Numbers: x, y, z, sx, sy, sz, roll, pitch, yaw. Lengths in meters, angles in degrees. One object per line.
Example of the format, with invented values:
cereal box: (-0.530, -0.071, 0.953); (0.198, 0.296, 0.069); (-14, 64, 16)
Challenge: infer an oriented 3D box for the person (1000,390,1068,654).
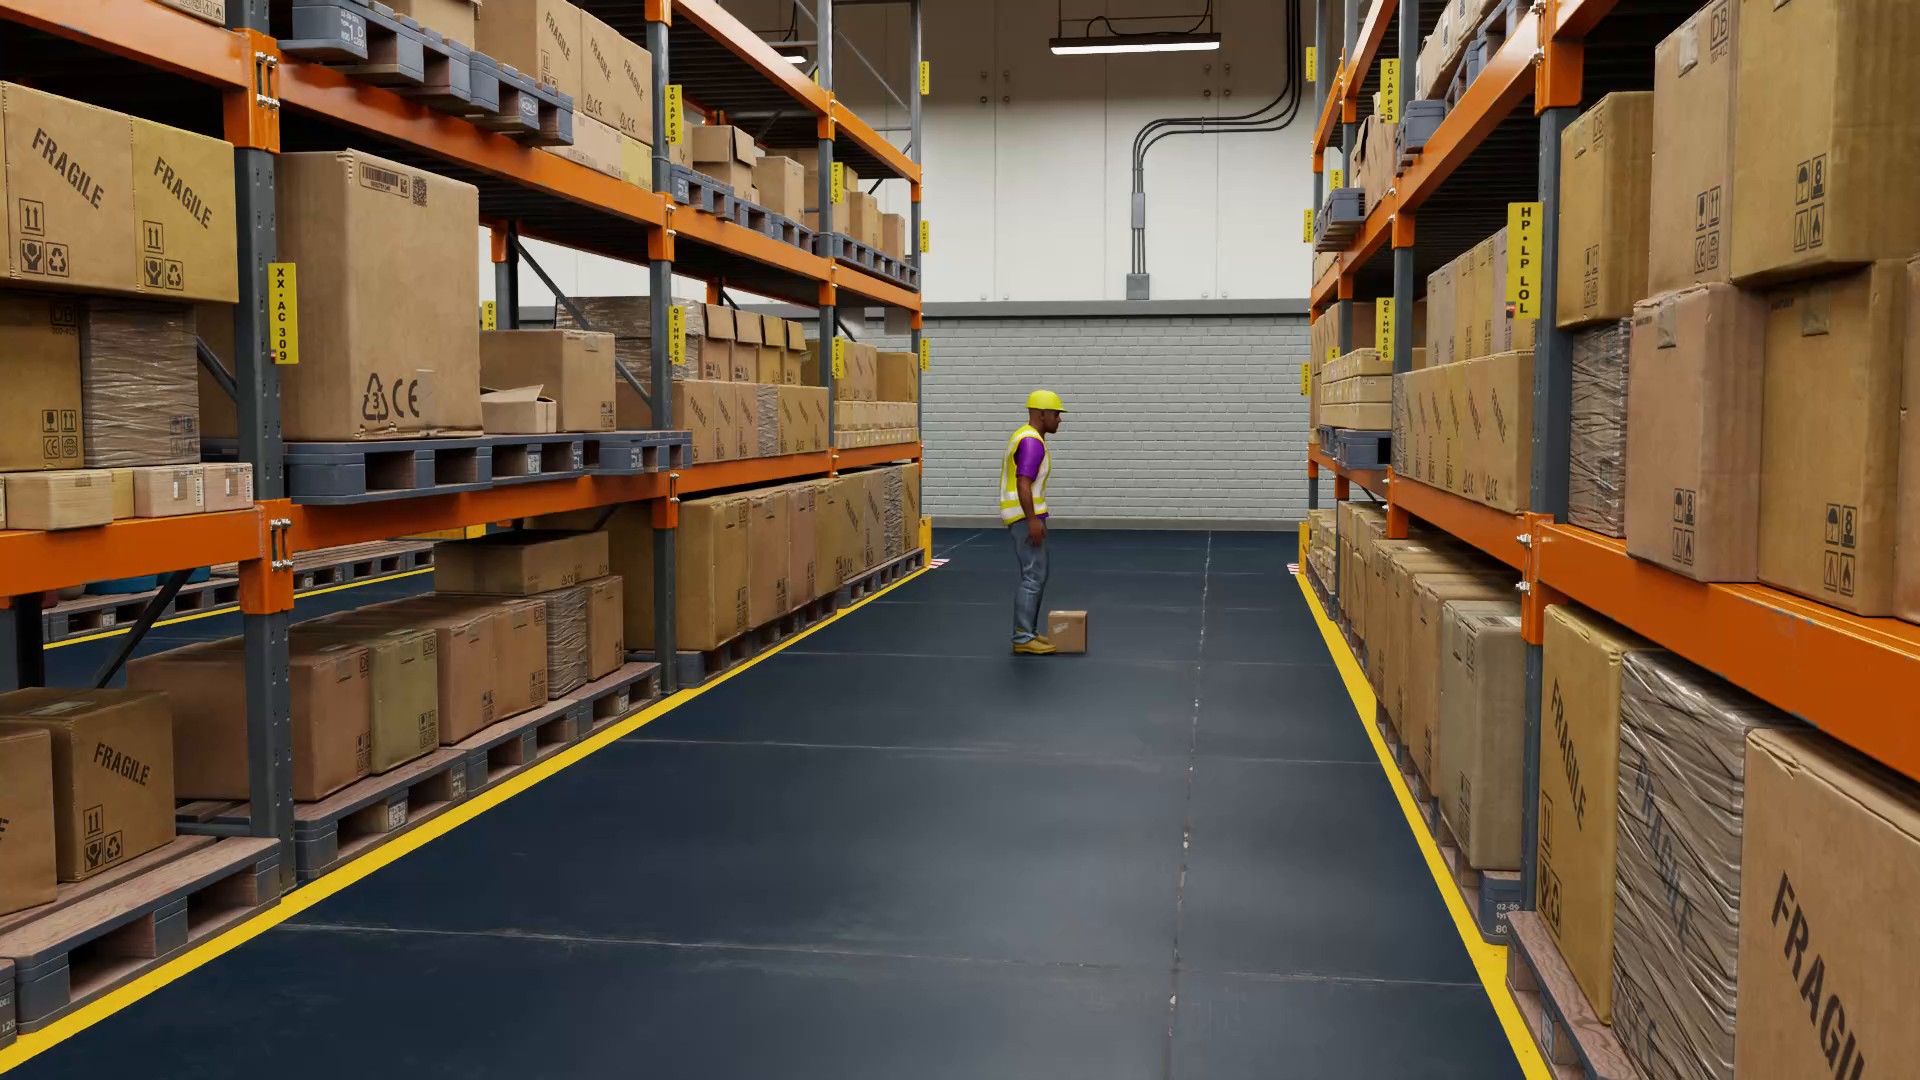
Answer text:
person: (0.500, -0.133, 11.250); (0.461, 1.759, 0.630); (0, 4, 6)
